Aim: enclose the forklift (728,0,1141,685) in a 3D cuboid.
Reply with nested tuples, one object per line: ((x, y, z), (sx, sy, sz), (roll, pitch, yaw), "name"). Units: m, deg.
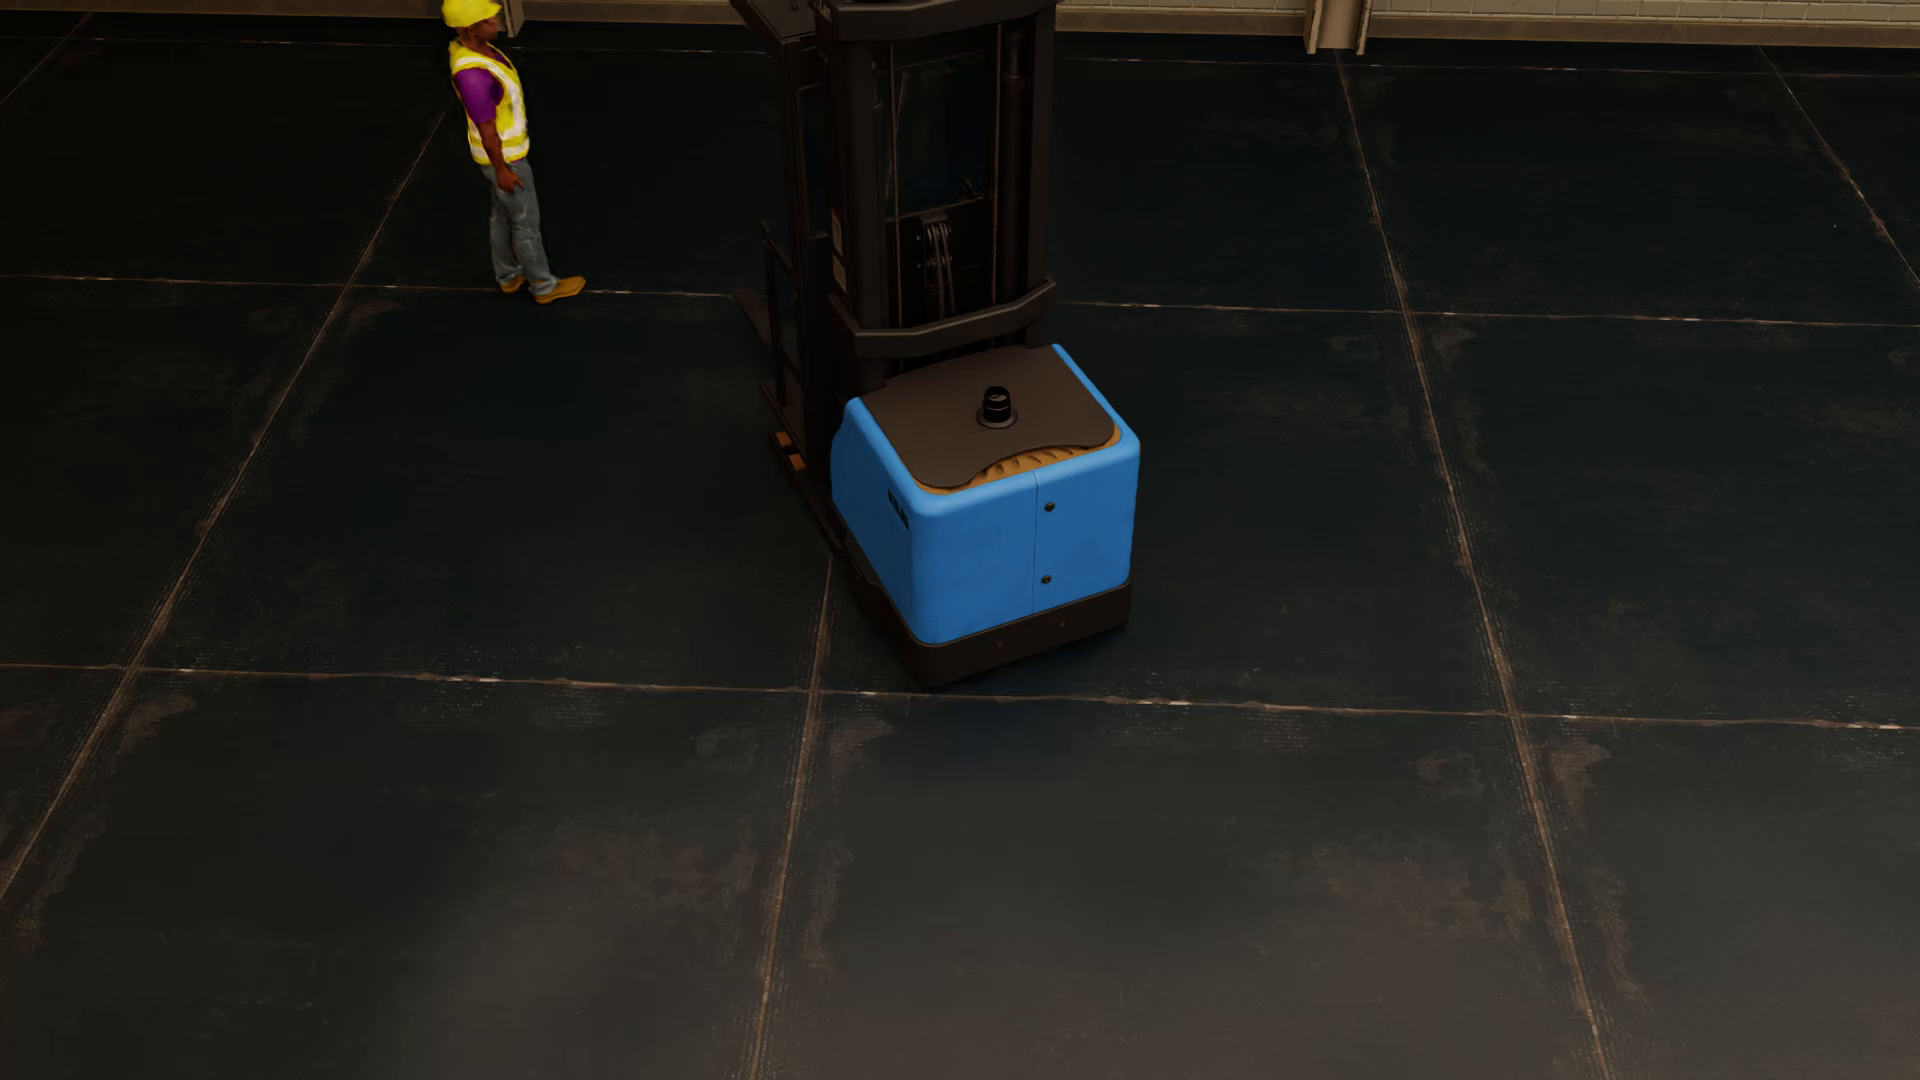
((-0.309, -1.458, 7.340), (1.130, 2.935, 3.031), (-17, 45, -18), "forklift")

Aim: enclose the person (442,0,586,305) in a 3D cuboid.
((-2.391, -2.103, 8.914), (0.485, 1.769, 0.560), (-12, 44, -13), "person")
